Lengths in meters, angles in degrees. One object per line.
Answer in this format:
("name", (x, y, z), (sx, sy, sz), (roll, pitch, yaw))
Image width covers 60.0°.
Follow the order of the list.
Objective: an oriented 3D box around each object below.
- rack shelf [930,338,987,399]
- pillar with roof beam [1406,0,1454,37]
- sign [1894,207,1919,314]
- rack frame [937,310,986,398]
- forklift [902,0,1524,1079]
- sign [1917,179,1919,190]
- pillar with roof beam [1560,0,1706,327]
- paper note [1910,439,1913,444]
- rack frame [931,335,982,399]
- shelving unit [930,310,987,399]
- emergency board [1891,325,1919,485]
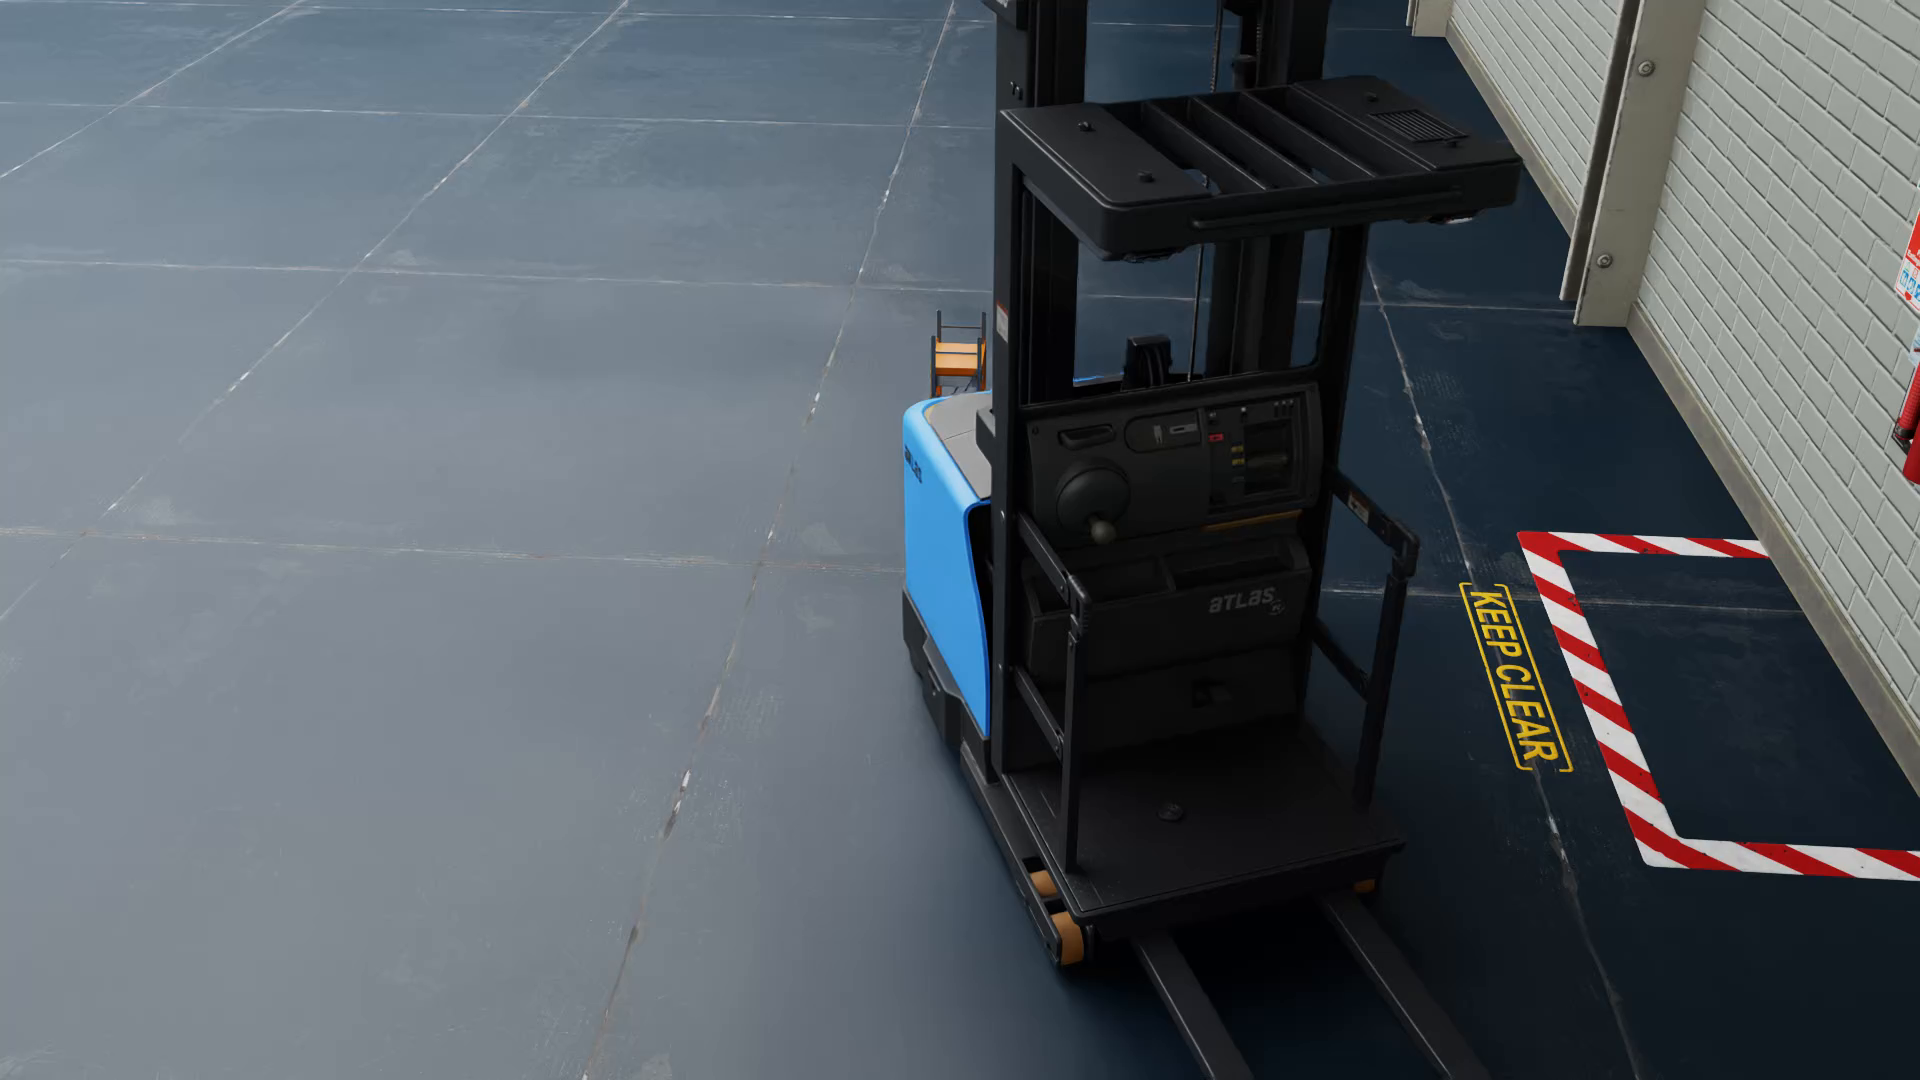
("rack shelf", (-0.004, -0.652, 6.786), (0.215, 0.259, 0.240), (2, 32, 4))
("pillar with roof beam", (-0.238, -8.434, 12.359), (9.100, 9.000, 0.400), (2, 32, 4))
("sign", (3.463, -1.012, 6.000), (0.001, 0.329, 0.234), (2, 32, 4))
("rack frame", (0.006, -0.483, 7.033), (0.200, 1.050, 0.008), (2, 32, 4))
("forklift", (0.711, -0.175, 4.741), (1.130, 2.935, 3.031), (-9, 33, -15))
("sign", (3.454, -1.236, 5.857), (0.001, 0.109, 0.331), (2, 32, 4))
("pillar with roof beam", (-0.726, -5.297, 7.268), (9.100, 9.000, 0.400), (2, 32, 4))
("paper note", (3.399, -0.427, 5.923), (0.016, 0.148, 0.142), (2, 32, 4))
("rack frame", (-0.014, -0.355, 6.826), (0.200, 1.050, 0.008), (2, 32, 4))
("shelving unit", (-0.004, -0.419, 6.929), (0.215, 1.050, 0.252), (2, 32, 4))
("emergency board", (3.315, -0.712, 5.547), (0.194, 1.169, 0.643), (2, 32, 4))
